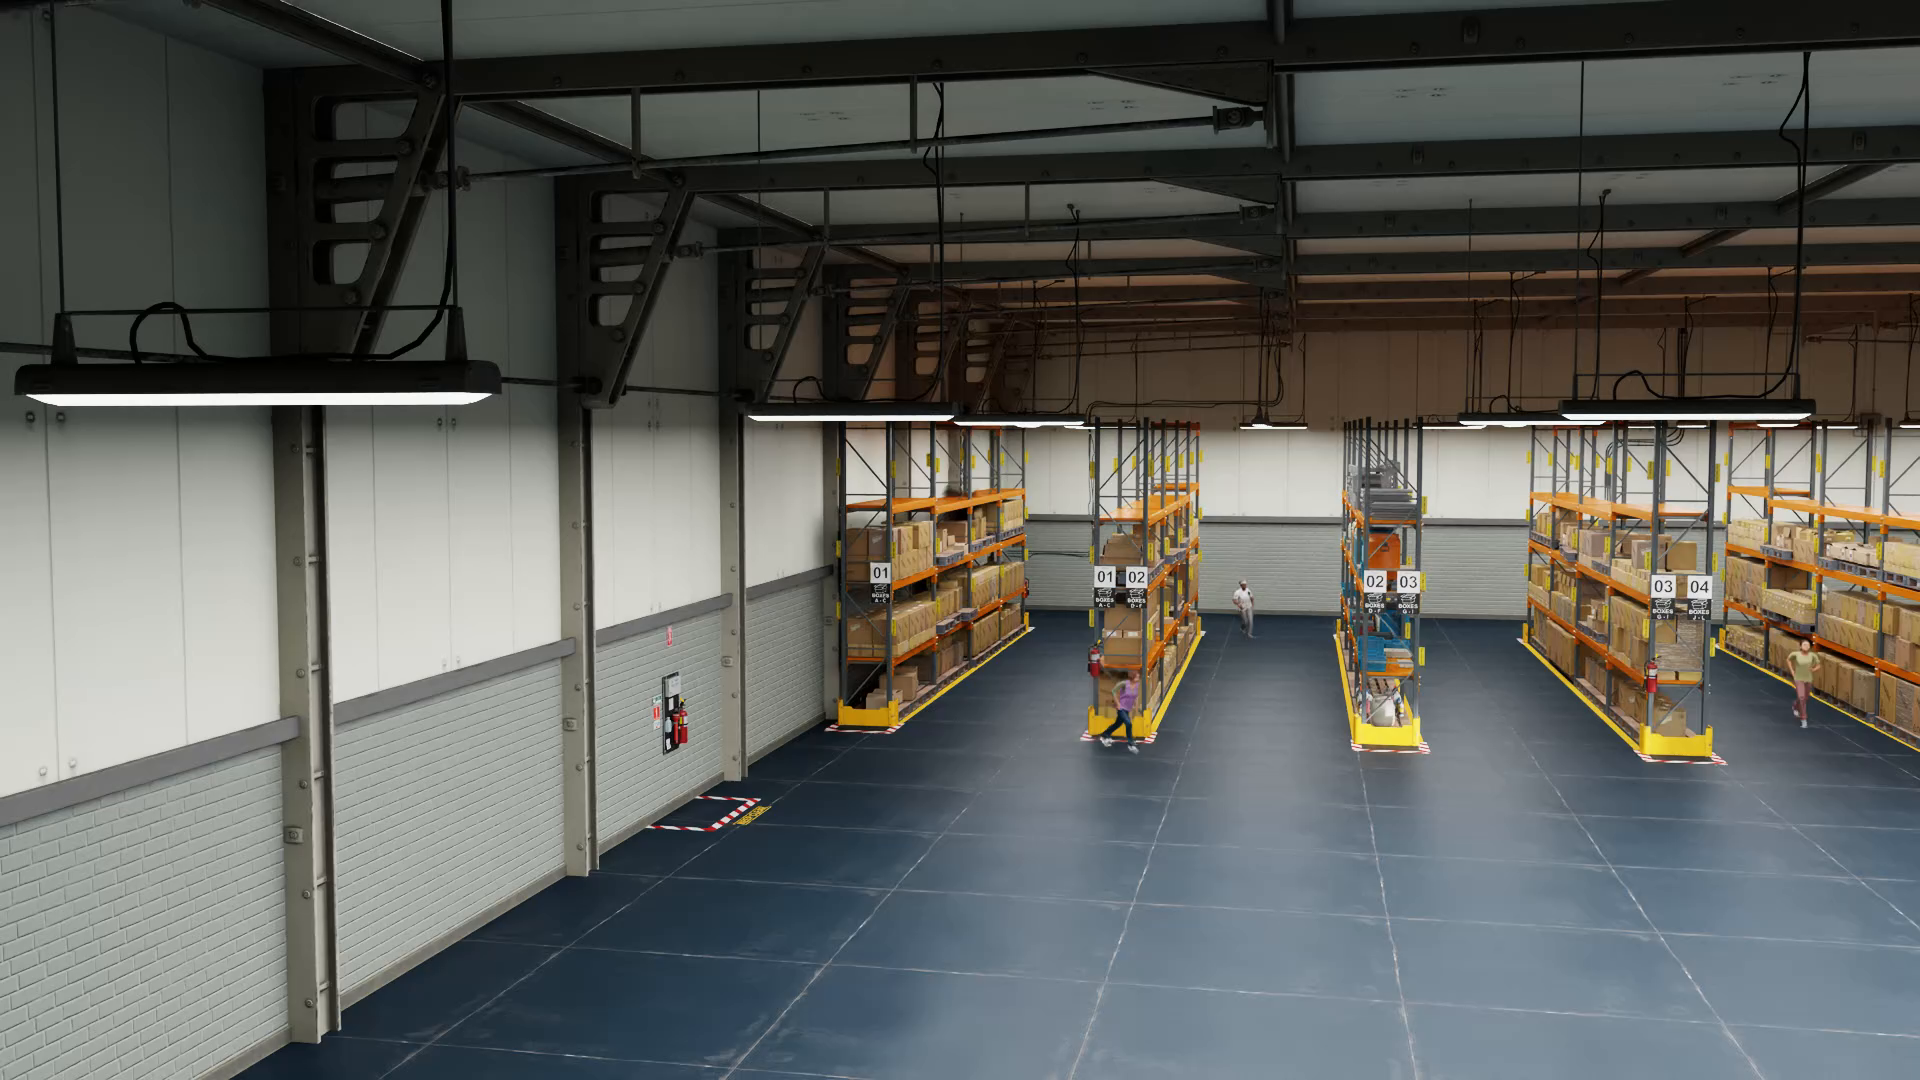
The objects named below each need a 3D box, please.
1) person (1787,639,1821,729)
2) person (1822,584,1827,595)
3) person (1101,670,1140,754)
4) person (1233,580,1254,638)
[{"bbox_3d":[16.537,2.782,32.582,0.542,1.701,1.062,0,4,8],"label":"person"},{"bbox_3d":[22.313,2.024,43.238,0.676,1.814,0.699,0,4,0],"label":"person"},{"bbox_3d":[2.884,3.043,29.898,0.527,1.497,0.889,-3,5,-38],"label":"person"},{"bbox_3d":[7.917,1.907,46.284,0.601,1.637,0.607,-1,4,-13],"label":"person"}]
